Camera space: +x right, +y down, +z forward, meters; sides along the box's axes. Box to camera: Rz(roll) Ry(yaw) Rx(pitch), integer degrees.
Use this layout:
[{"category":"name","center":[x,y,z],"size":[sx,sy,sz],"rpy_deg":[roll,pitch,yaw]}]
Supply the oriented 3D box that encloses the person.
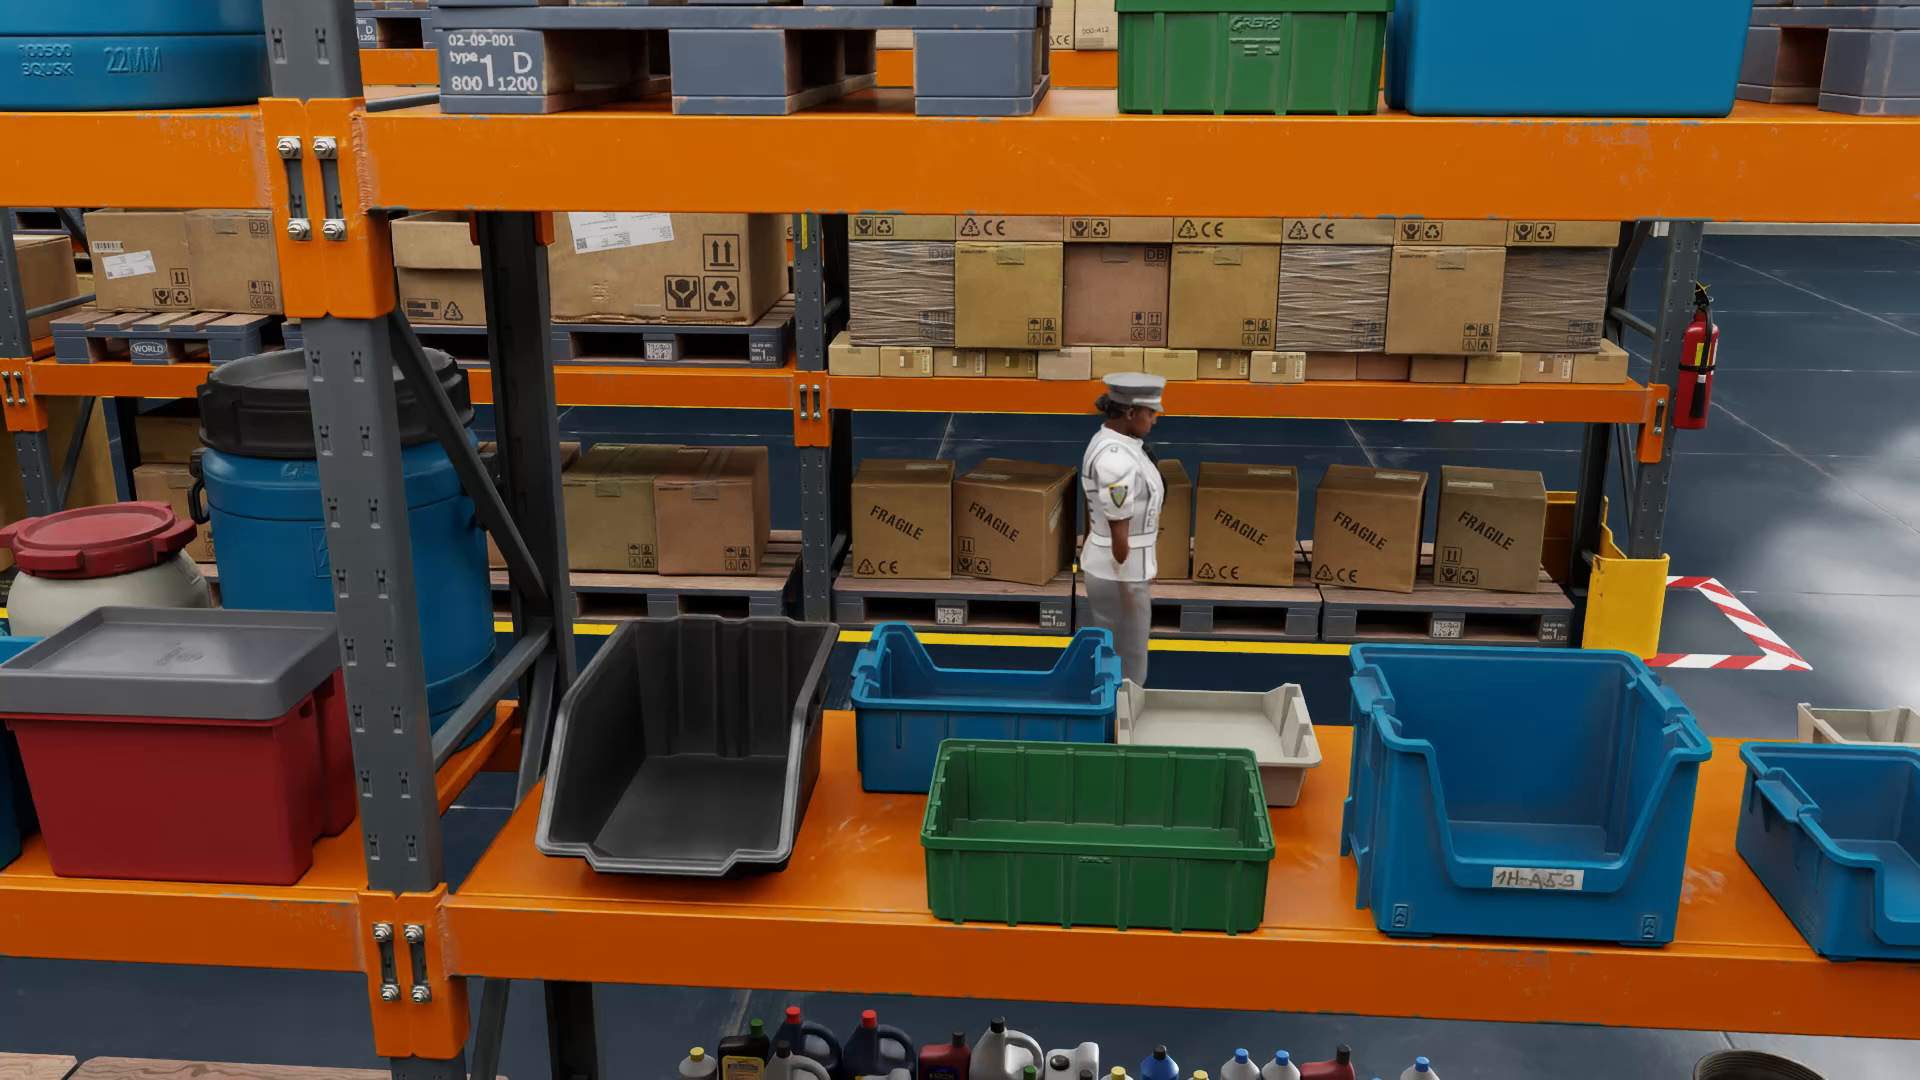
[{"category":"person","center":[0.645,0.155,6.608],"size":[0.365,1.649,0.444],"rpy_deg":[2,18,5]}]
